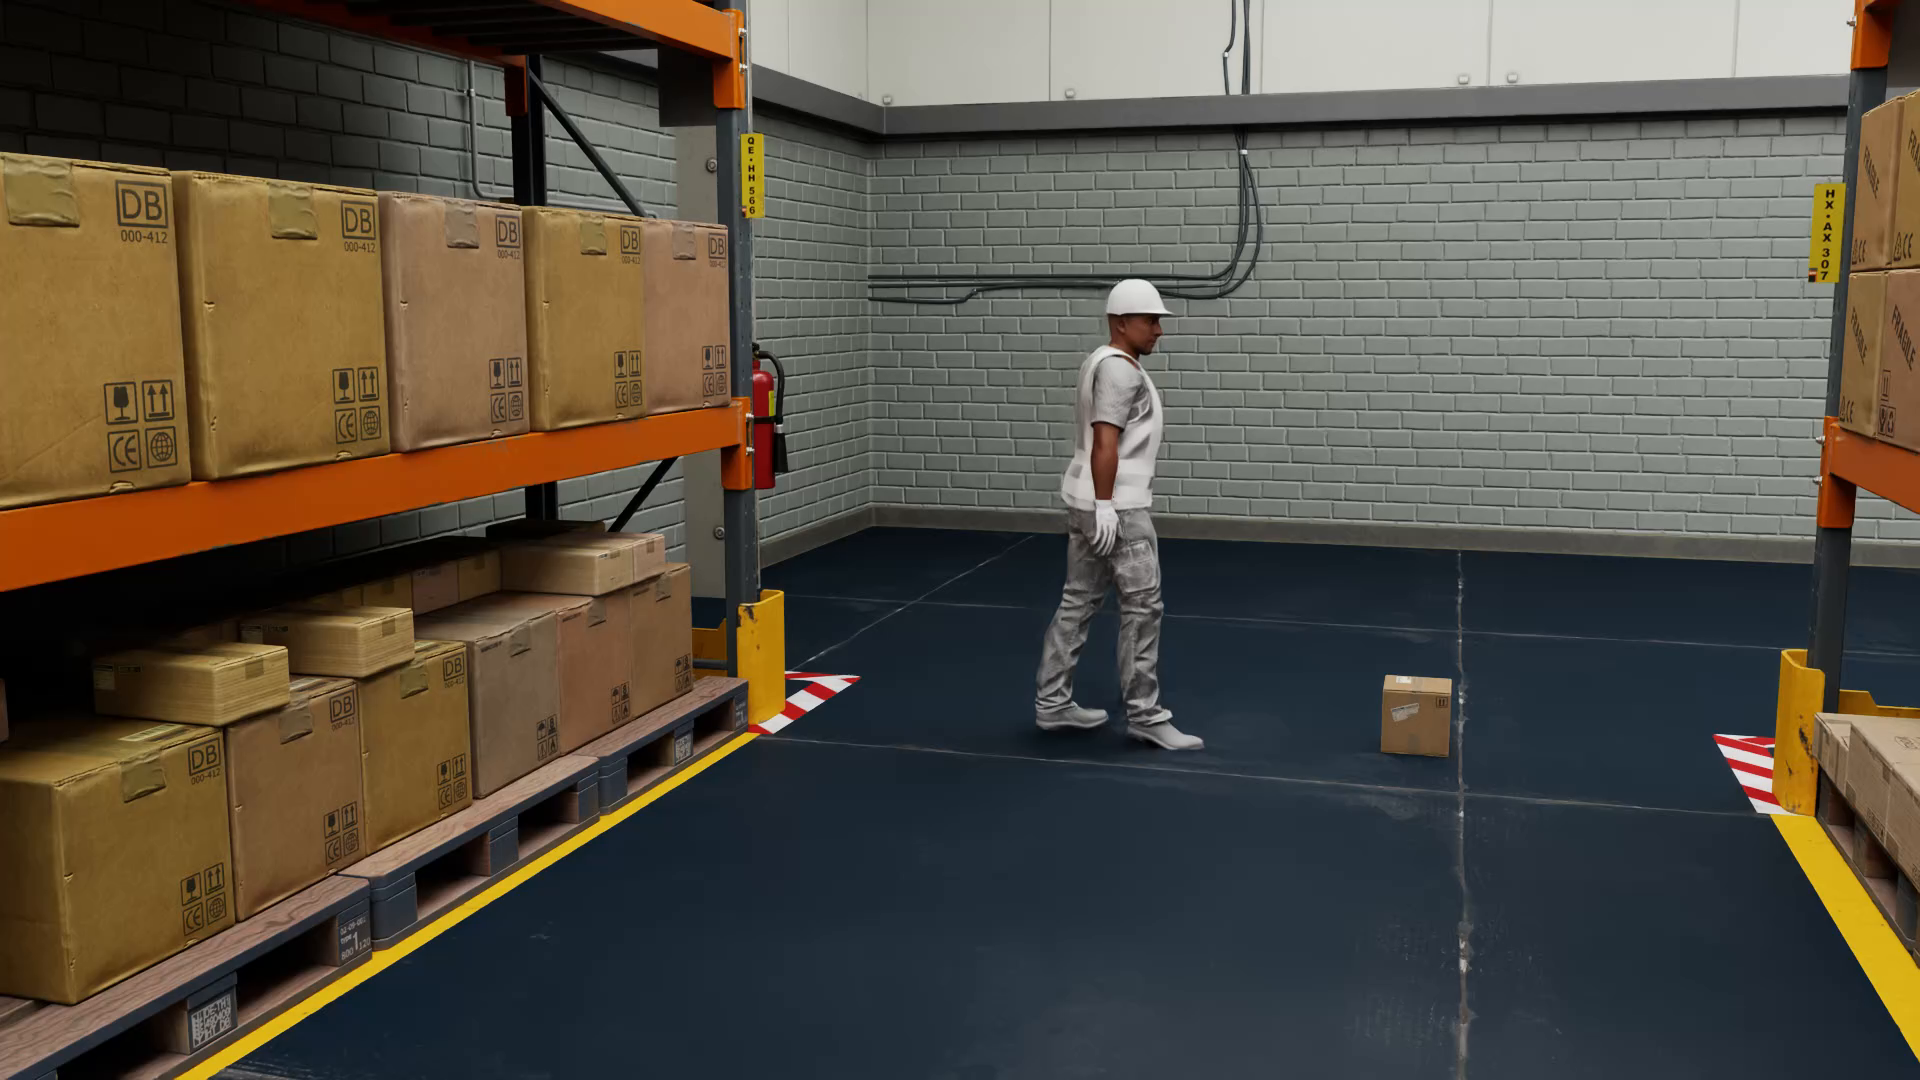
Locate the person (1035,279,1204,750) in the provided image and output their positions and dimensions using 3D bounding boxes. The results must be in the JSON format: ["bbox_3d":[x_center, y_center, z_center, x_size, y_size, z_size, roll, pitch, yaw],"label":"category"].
[{"bbox_3d":[0.606,-0.101,6.479,0.612,1.809,0.575,-1,8,-10],"label":"person"}]
